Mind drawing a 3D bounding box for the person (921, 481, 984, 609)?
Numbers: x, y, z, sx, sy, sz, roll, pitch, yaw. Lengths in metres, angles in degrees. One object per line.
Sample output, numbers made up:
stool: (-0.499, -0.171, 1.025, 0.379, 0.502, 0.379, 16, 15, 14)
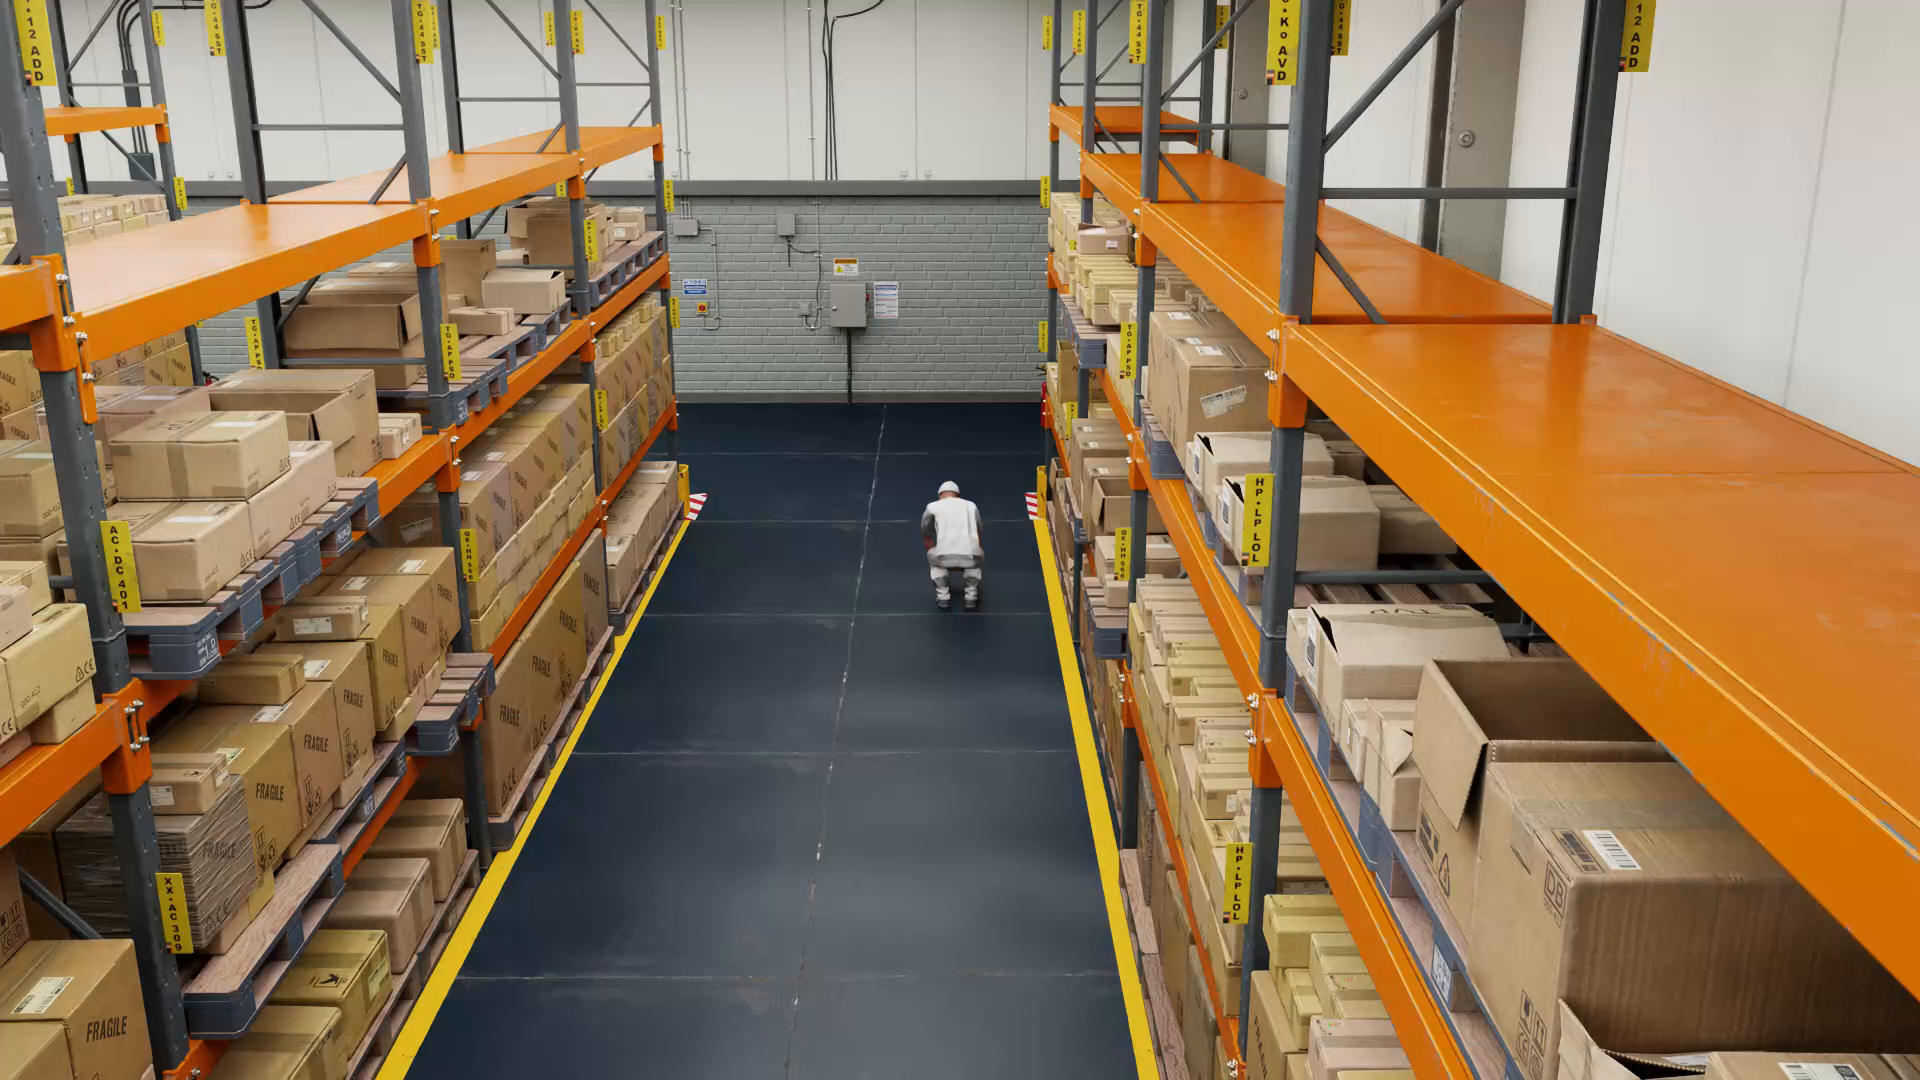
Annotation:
person: (-0.064, 0.052, 15.188, 0.575, 1.056, 0.867, 0, 17, -1)
